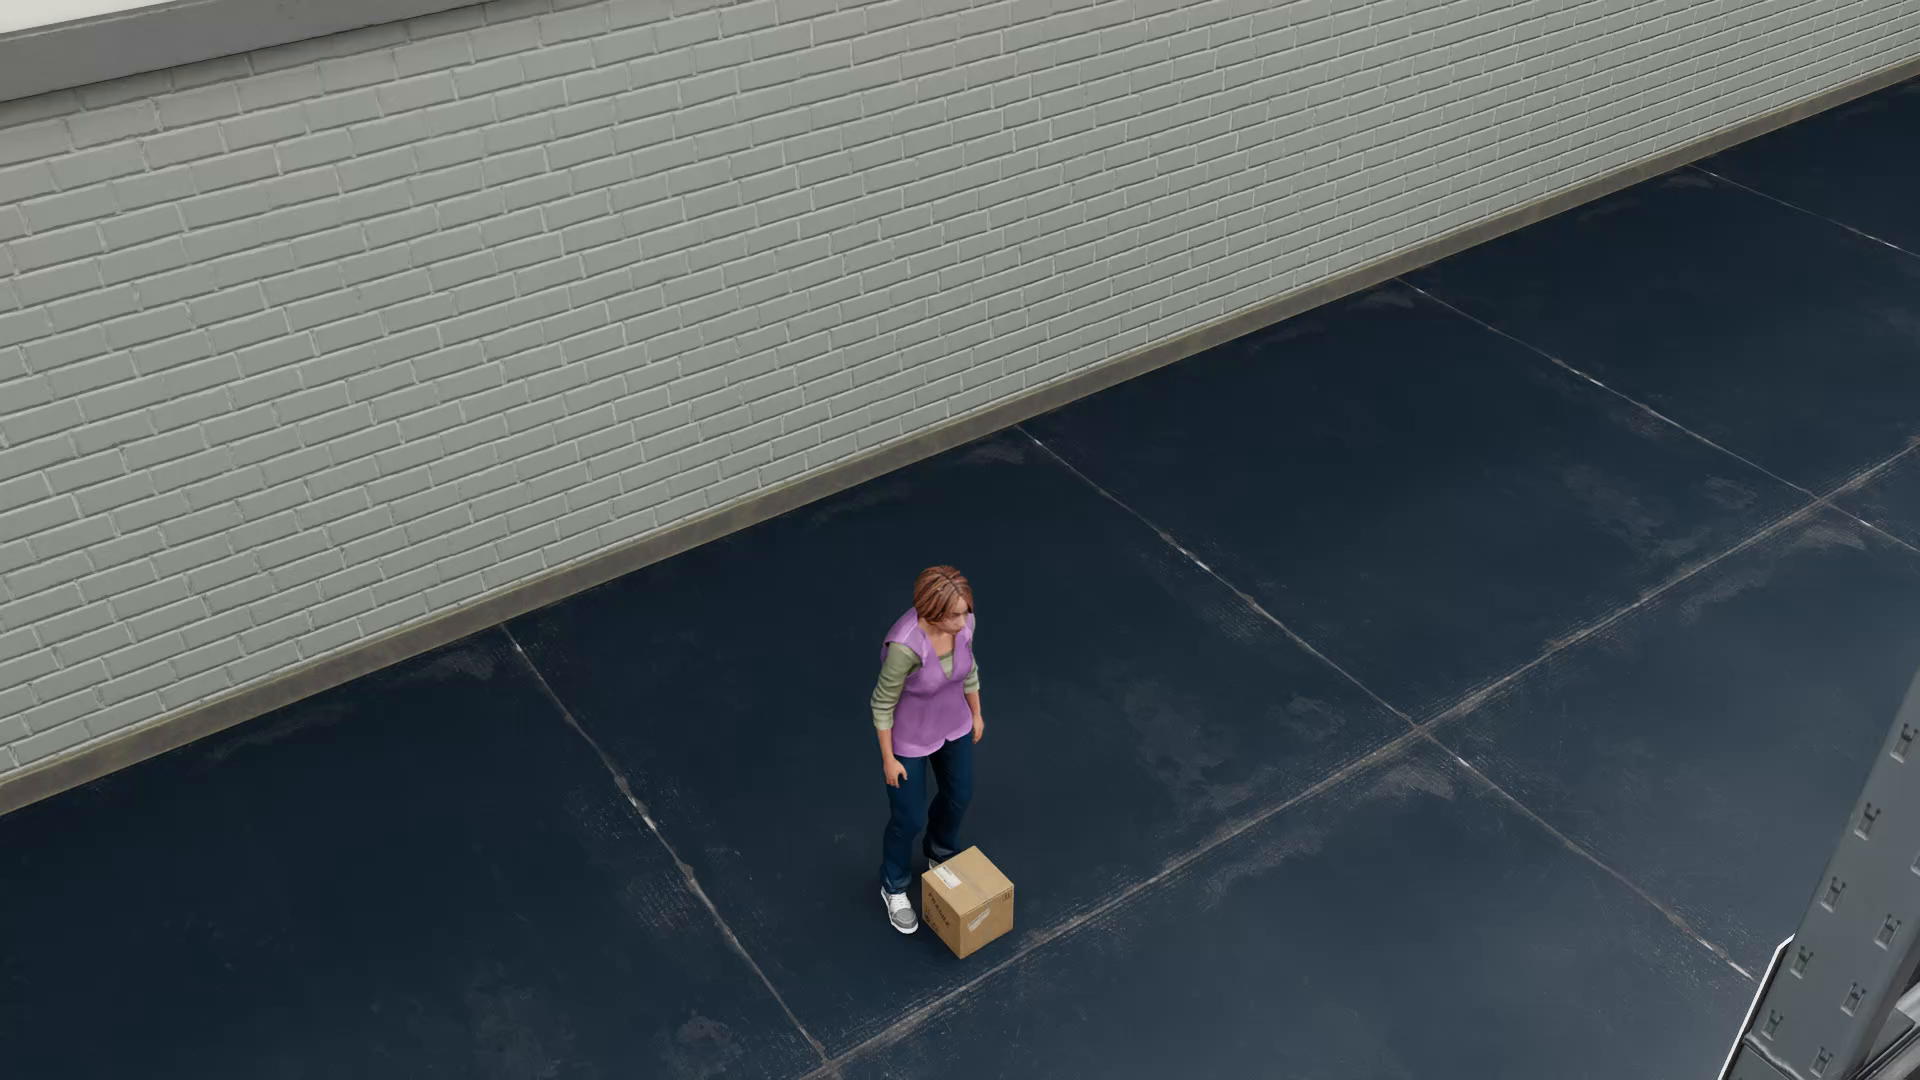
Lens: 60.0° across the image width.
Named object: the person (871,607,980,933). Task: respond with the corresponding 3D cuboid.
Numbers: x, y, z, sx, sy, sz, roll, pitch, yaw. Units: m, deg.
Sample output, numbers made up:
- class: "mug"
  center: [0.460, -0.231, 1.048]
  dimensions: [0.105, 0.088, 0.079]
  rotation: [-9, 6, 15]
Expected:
- class: "person"
  center: [-3.268, 2.475, 2.372]
  dimensions: [10.400, 3.194, 2.633]
  rotation: [-26, 44, -30]
